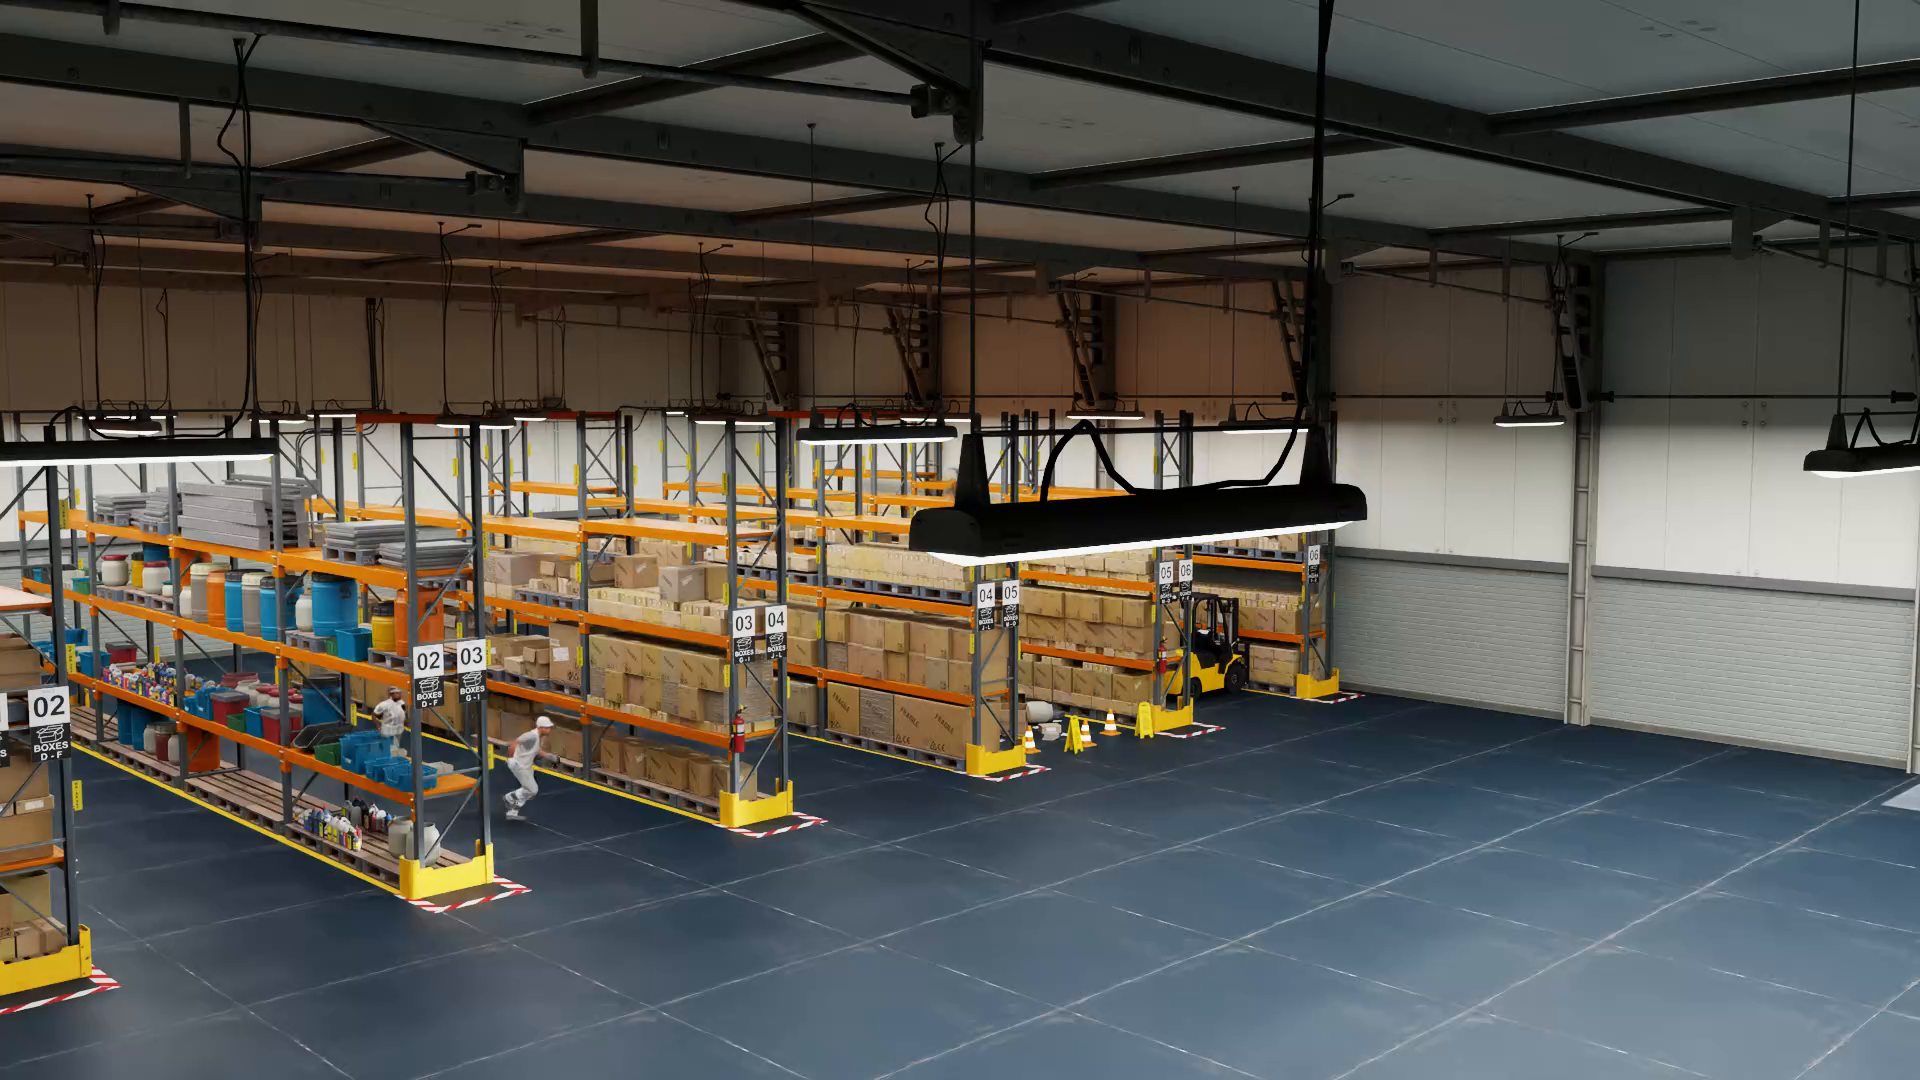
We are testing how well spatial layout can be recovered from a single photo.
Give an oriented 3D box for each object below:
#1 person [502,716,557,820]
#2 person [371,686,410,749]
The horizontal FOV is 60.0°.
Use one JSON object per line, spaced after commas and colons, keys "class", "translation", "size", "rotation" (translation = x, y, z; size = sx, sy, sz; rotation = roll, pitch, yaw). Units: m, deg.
{"class": "person", "translation": [-6.395, 3.402, 24.670], "size": [0.786, 1.590, 0.693], "rotation": [1, 5, 9]}
{"class": "person", "translation": [-9.202, 3.181, 26.943], "size": [0.846, 1.739, 0.506], "rotation": [2, 5, 23]}
